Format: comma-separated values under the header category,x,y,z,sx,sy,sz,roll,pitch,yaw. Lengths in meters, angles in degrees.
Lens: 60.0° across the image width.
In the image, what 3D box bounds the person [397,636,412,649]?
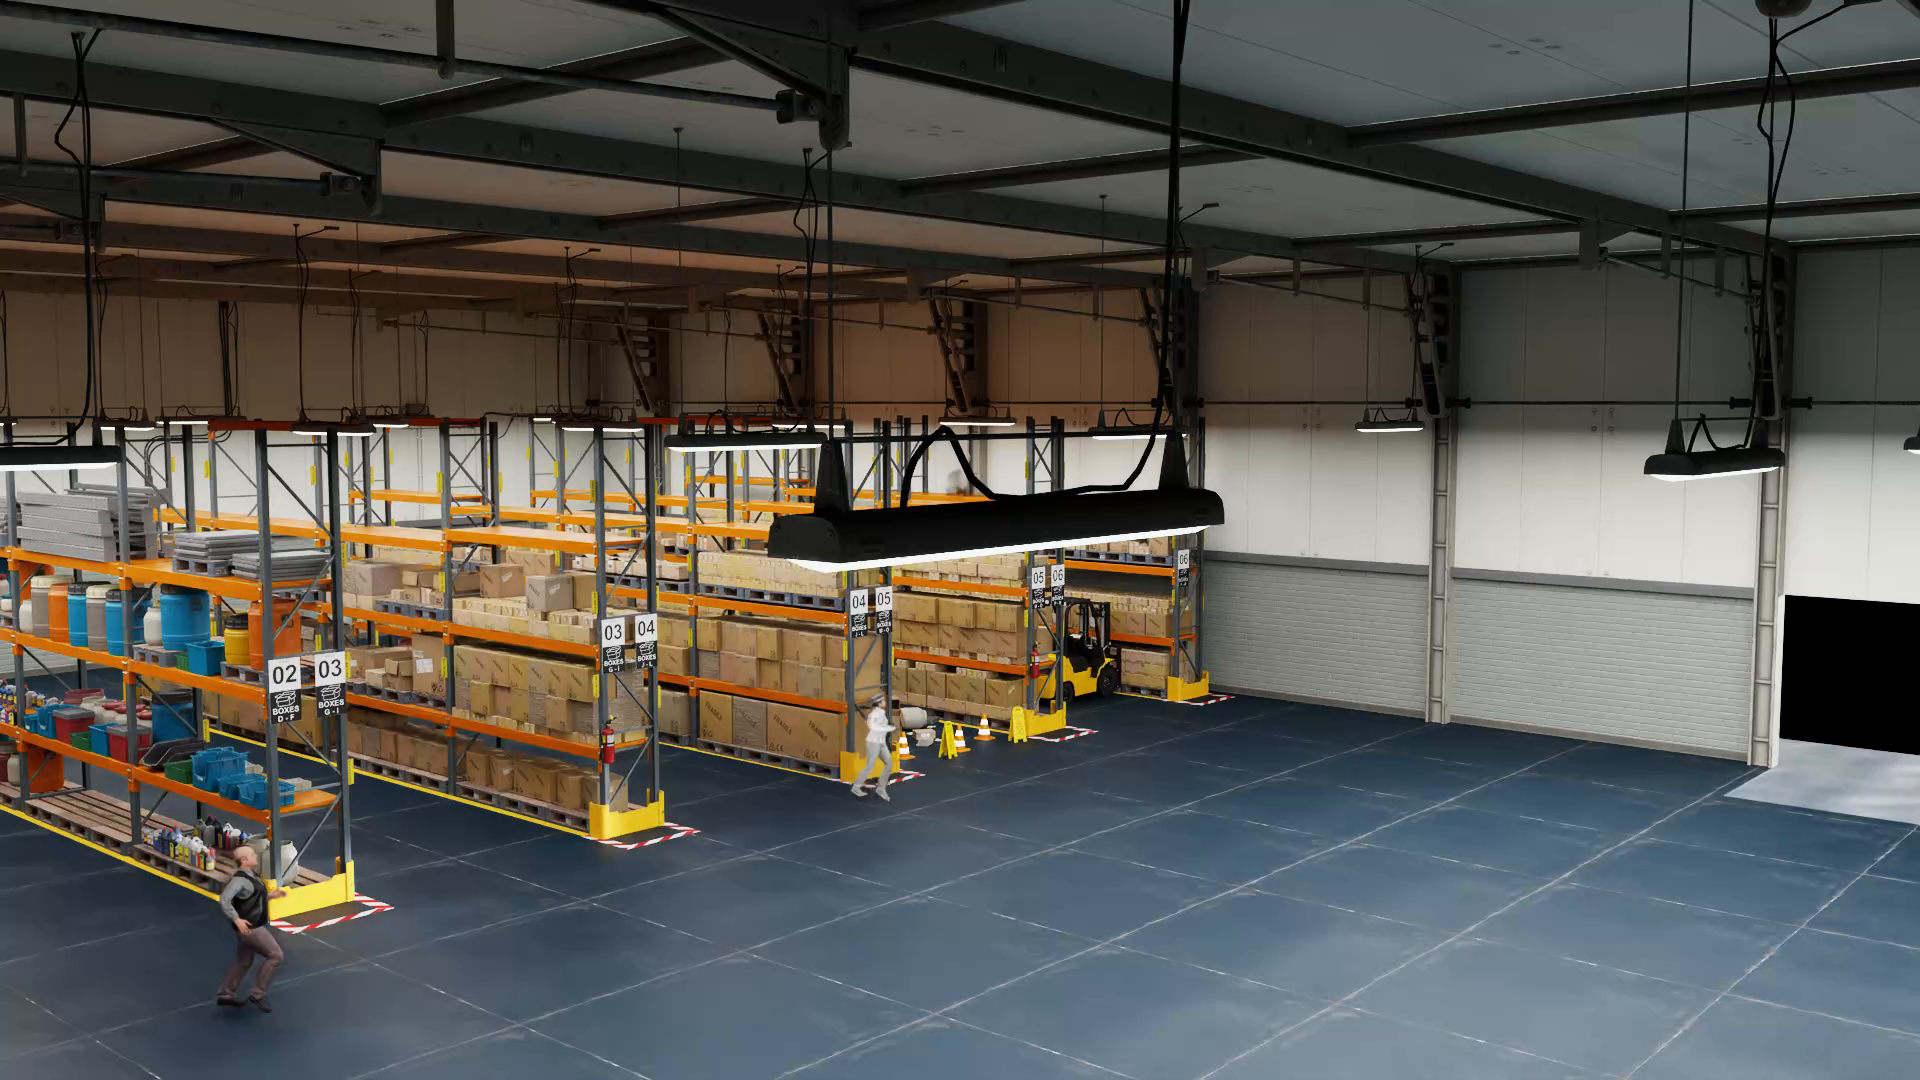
category,x,y,z,sx,sy,sz,roll,pitch,yaw
person,-13.275,2.208,39.933,0.501,1.630,0.650,1,5,14

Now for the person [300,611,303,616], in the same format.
category,x,y,z,sx,sy,sz,roll,pitch,yaw
person,-15.104,2.404,37.767,0.743,1.653,0.723,-1,5,-8

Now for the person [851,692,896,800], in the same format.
category,x,y,z,sx,sy,sz,roll,pitch,yaw
person,-1.346,3.292,26.670,0.695,1.708,0.620,1,5,15

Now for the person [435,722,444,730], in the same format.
category,x,y,z,sx,sy,sz,roll,pitch,yaw
person,-9.762,2.882,31.223,0.618,1.720,0.726,4,6,41

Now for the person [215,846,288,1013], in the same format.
category,x,y,z,sx,sy,sz,roll,pitch,yaw
person,-7.355,4.043,17.251,0.729,1.756,0.627,-2,5,-23
